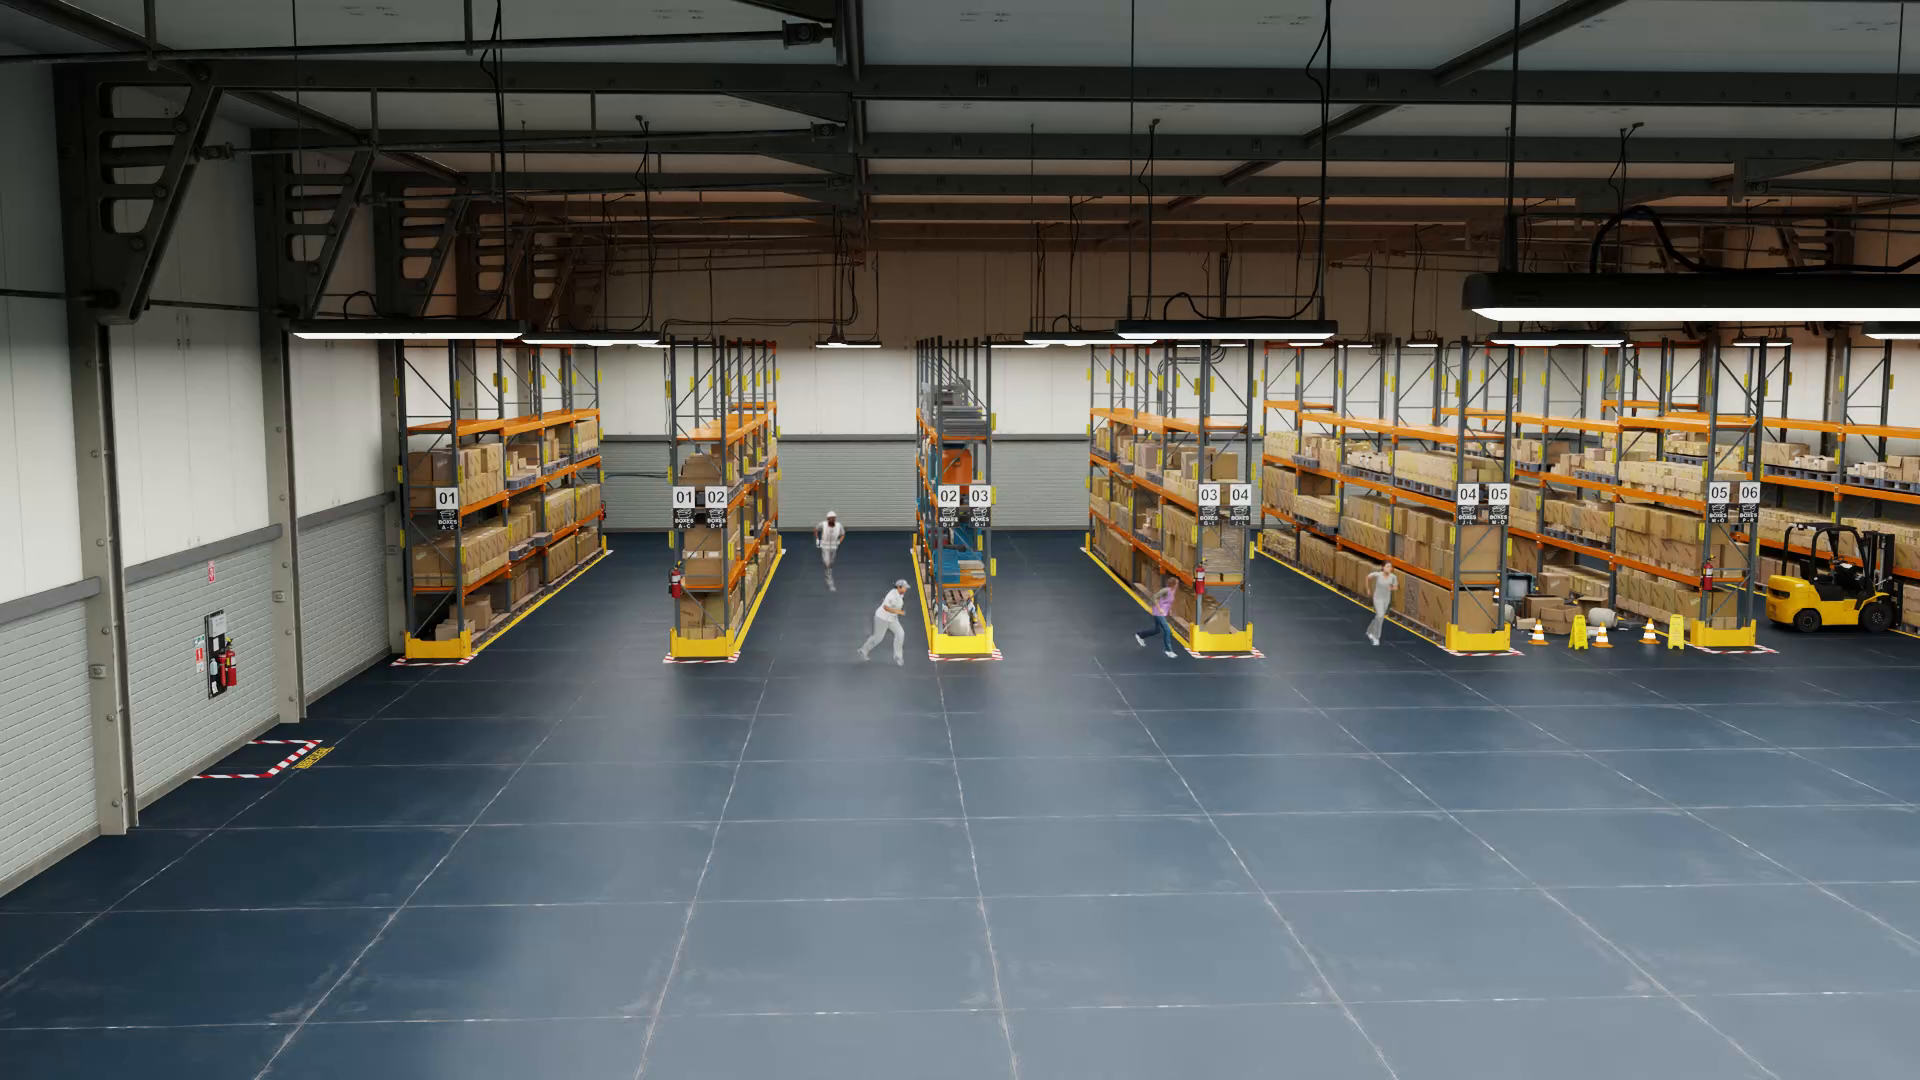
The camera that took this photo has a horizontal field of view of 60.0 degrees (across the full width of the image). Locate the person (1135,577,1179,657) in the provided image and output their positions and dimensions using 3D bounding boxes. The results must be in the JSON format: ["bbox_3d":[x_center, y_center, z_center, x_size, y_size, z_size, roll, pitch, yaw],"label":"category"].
[{"bbox_3d":[3.695,1.488,31.328,0.895,1.438,0.558,5,8,37],"label":"person"}]

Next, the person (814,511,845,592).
[{"bbox_3d":[-2.986,0.229,38.165,0.685,1.825,0.898,-2,7,-17],"label":"person"}]

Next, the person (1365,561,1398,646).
[{"bbox_3d":[8.257,1.232,32.646,0.556,1.713,0.803,-1,7,-11],"label":"person"}]

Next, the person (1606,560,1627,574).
[{"bbox_3d":[16.025,0.282,40.428,0.690,1.776,0.953,0,7,-4],"label":"person"}]

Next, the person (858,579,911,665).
[{"bbox_3d":[-1.376,1.513,30.501,1.031,1.627,0.649,2,7,19],"label":"person"}]
